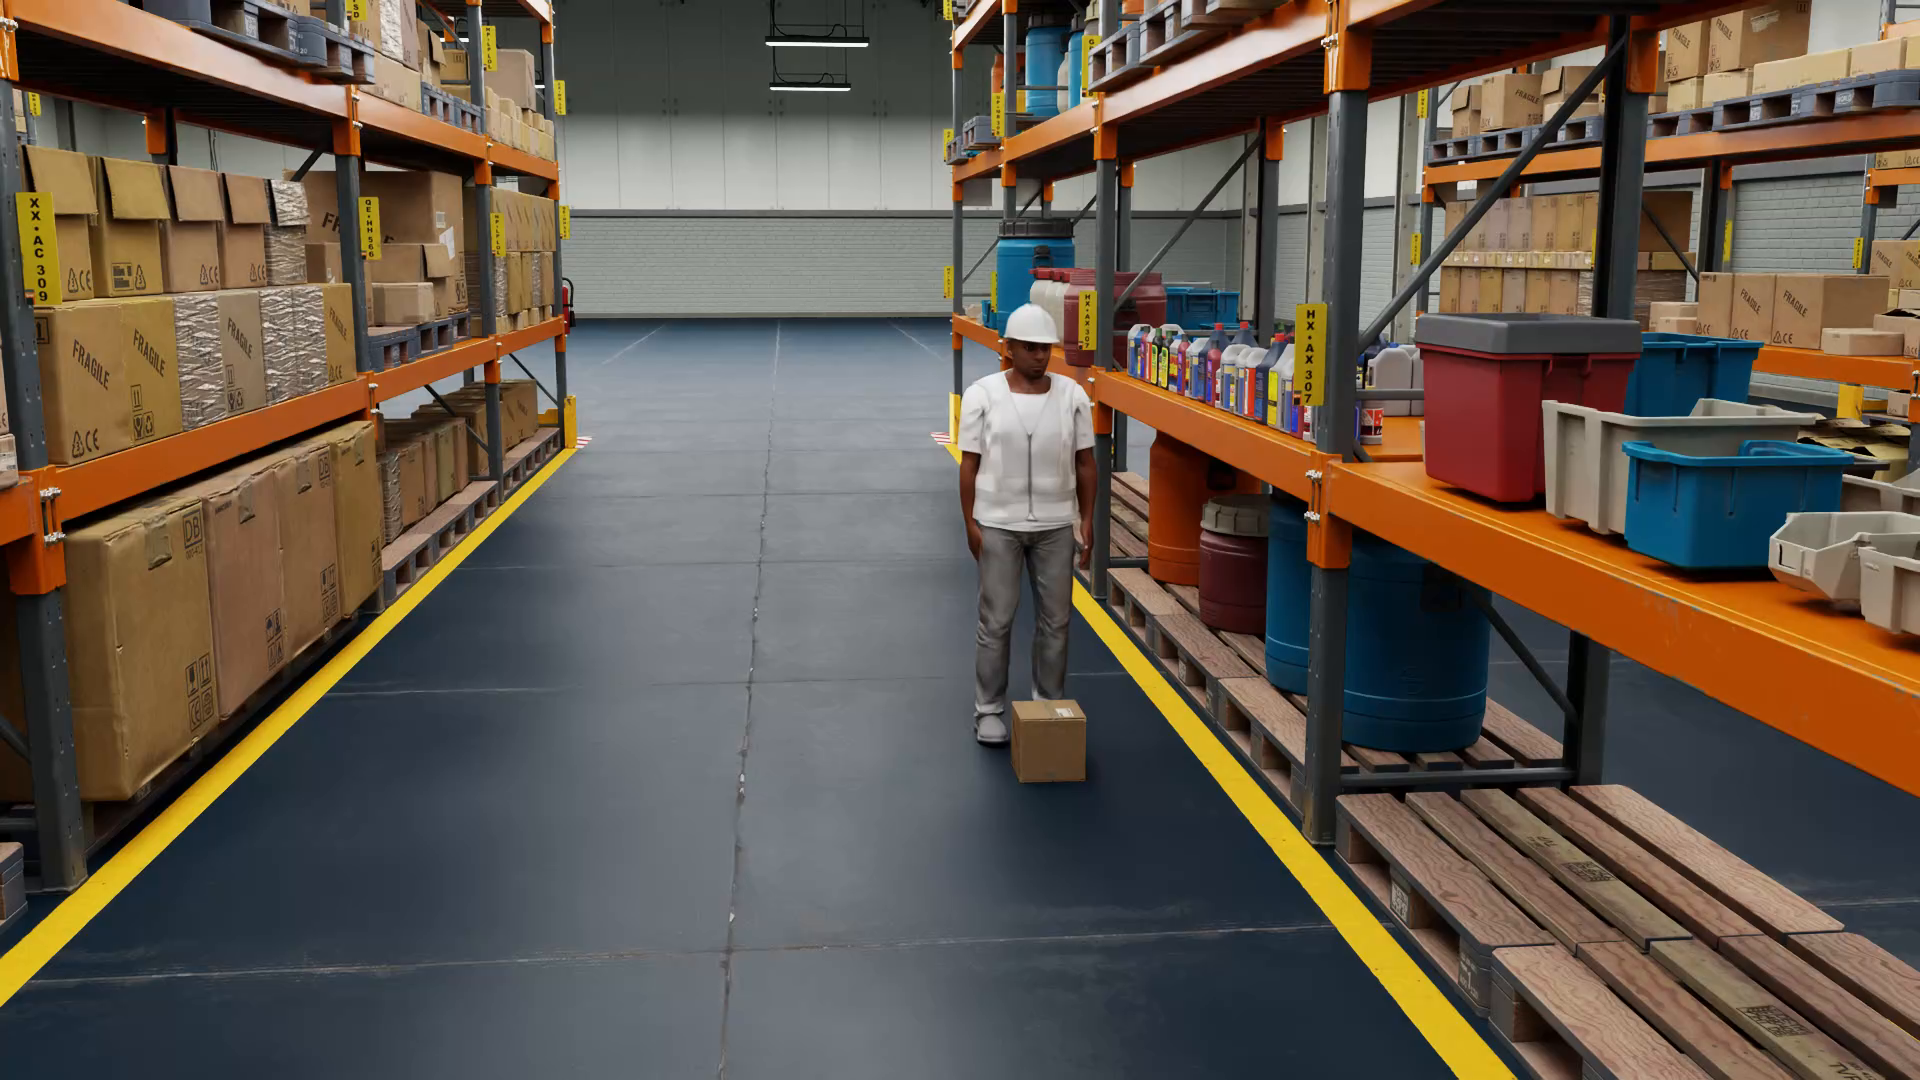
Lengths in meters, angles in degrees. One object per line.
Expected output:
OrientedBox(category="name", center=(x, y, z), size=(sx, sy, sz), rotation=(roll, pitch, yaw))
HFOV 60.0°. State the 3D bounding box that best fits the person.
OrientedBox(category="person", center=(0.277, -0.064, 6.706), size=(0.565, 1.760, 0.360), rotation=(-1, 10, -7))
